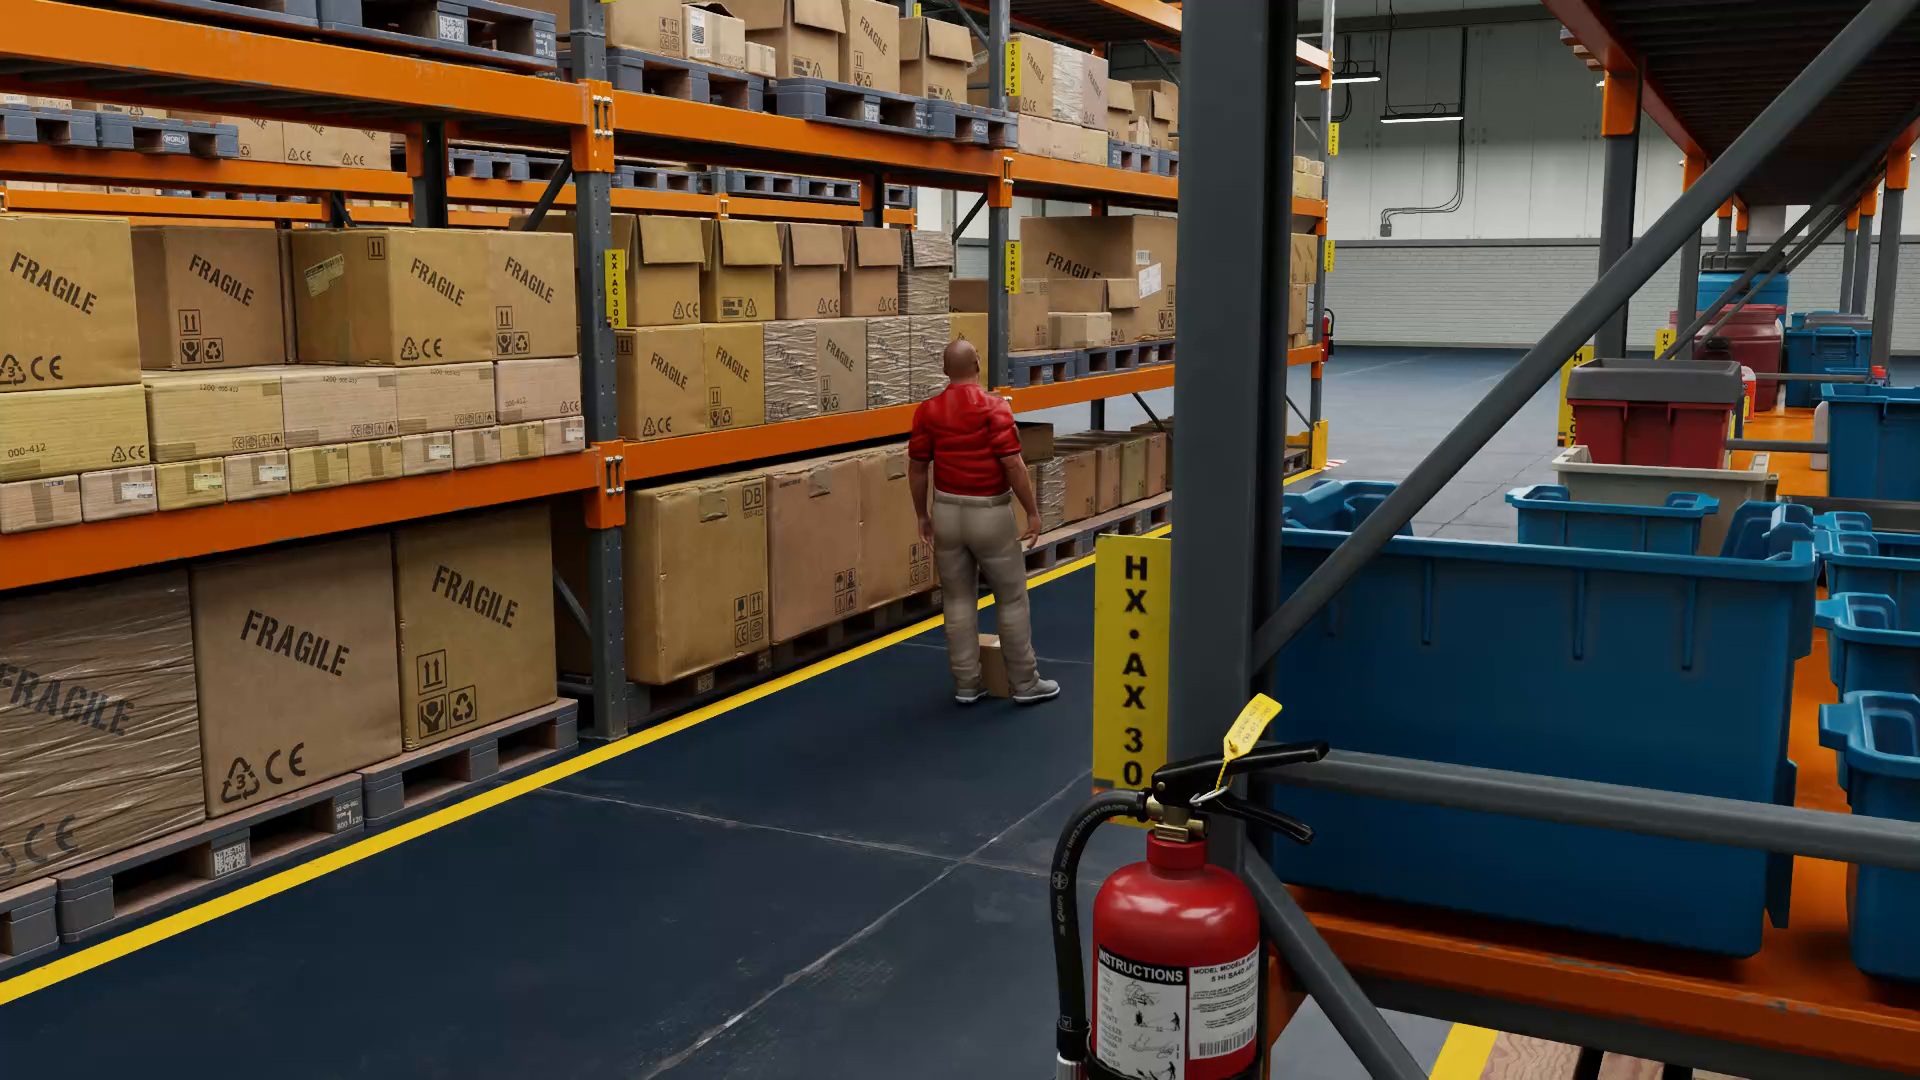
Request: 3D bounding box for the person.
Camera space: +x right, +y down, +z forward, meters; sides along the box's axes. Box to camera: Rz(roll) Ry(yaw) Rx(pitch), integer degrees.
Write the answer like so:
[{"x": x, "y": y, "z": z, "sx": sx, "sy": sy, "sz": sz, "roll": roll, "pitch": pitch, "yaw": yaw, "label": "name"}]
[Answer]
[{"x": 0.108, "y": -0.088, "z": 7.911, "sx": 0.641, "sy": 1.728, "sz": 0.550, "roll": 4, "pitch": 10, "yaw": 24, "label": "person"}]
